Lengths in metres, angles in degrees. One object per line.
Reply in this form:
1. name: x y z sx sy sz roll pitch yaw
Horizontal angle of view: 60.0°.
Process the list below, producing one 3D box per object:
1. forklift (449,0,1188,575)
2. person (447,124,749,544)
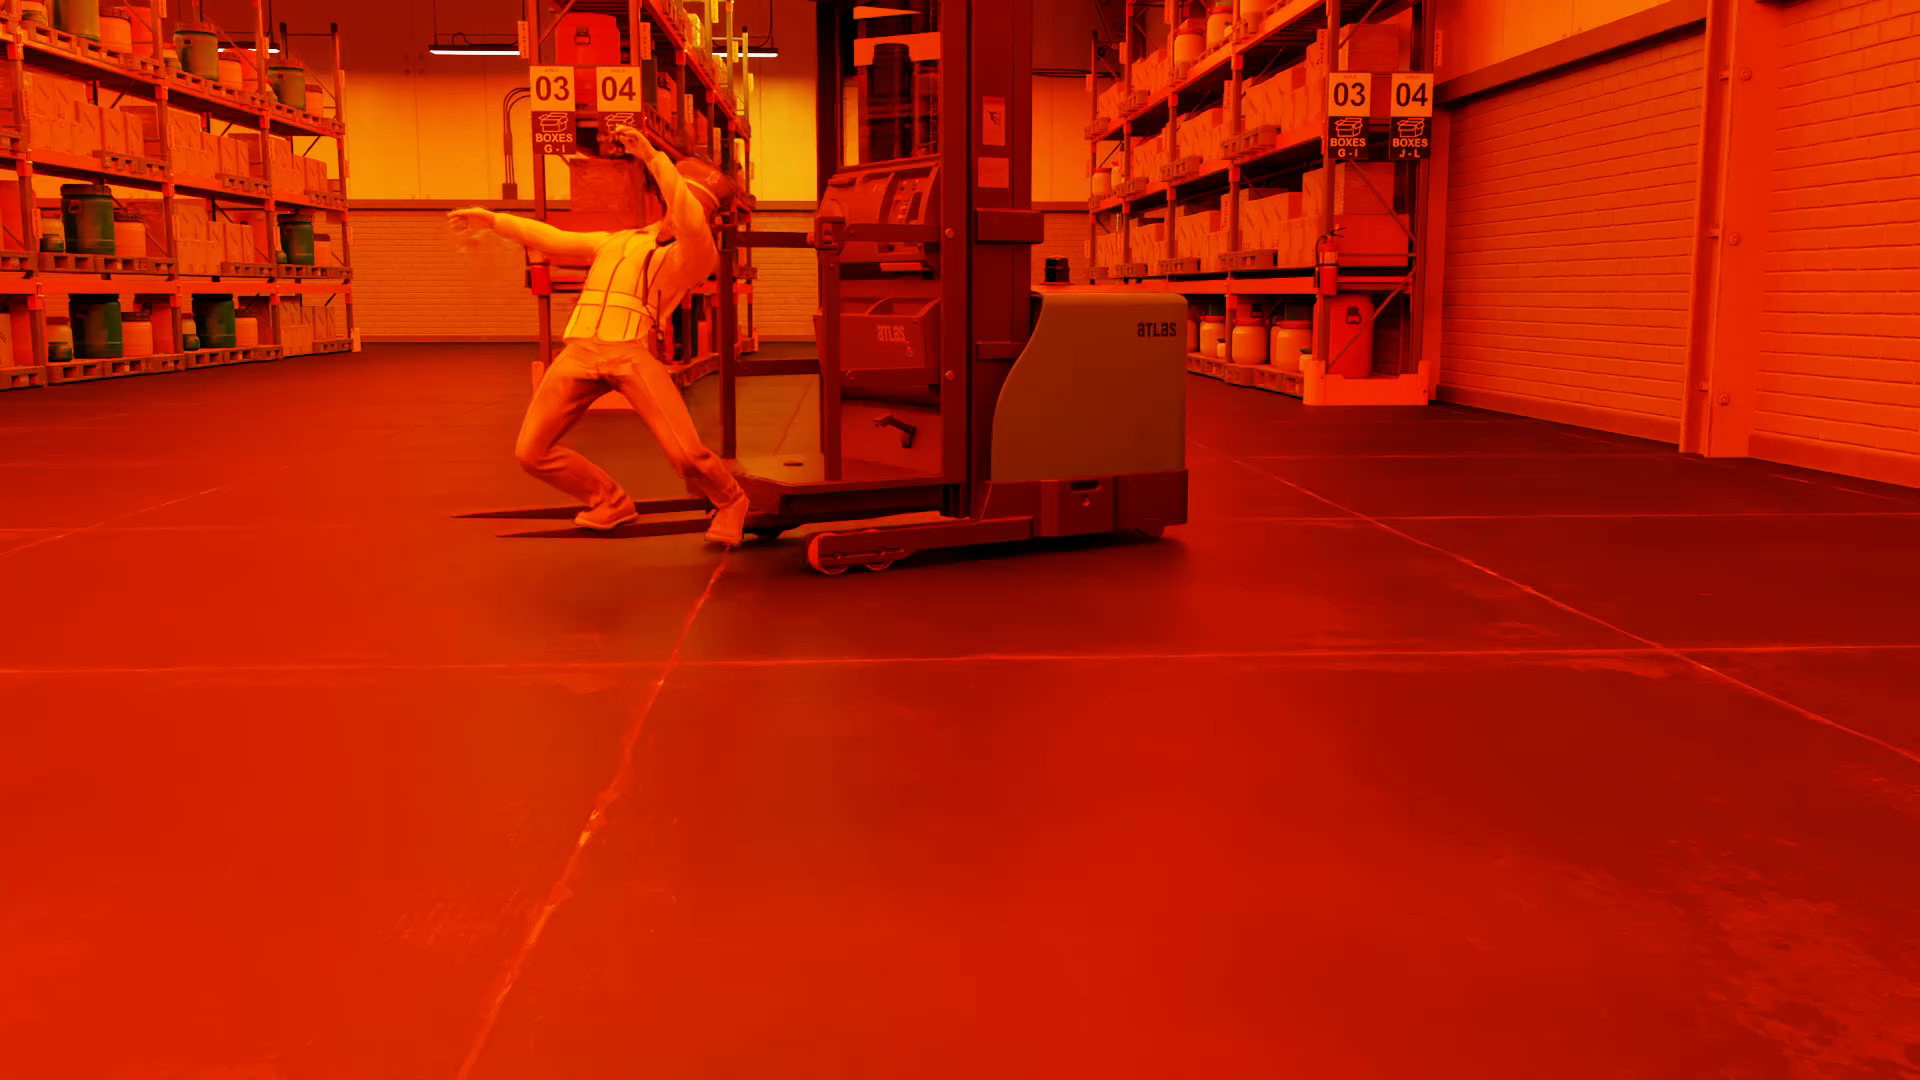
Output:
1. forklift: -0.521 -1.403 6.779 3.031 2.935 1.130 -5 10 -31
2. person: -1.288 -0.716 6.014 0.972 1.459 0.714 3 9 18
